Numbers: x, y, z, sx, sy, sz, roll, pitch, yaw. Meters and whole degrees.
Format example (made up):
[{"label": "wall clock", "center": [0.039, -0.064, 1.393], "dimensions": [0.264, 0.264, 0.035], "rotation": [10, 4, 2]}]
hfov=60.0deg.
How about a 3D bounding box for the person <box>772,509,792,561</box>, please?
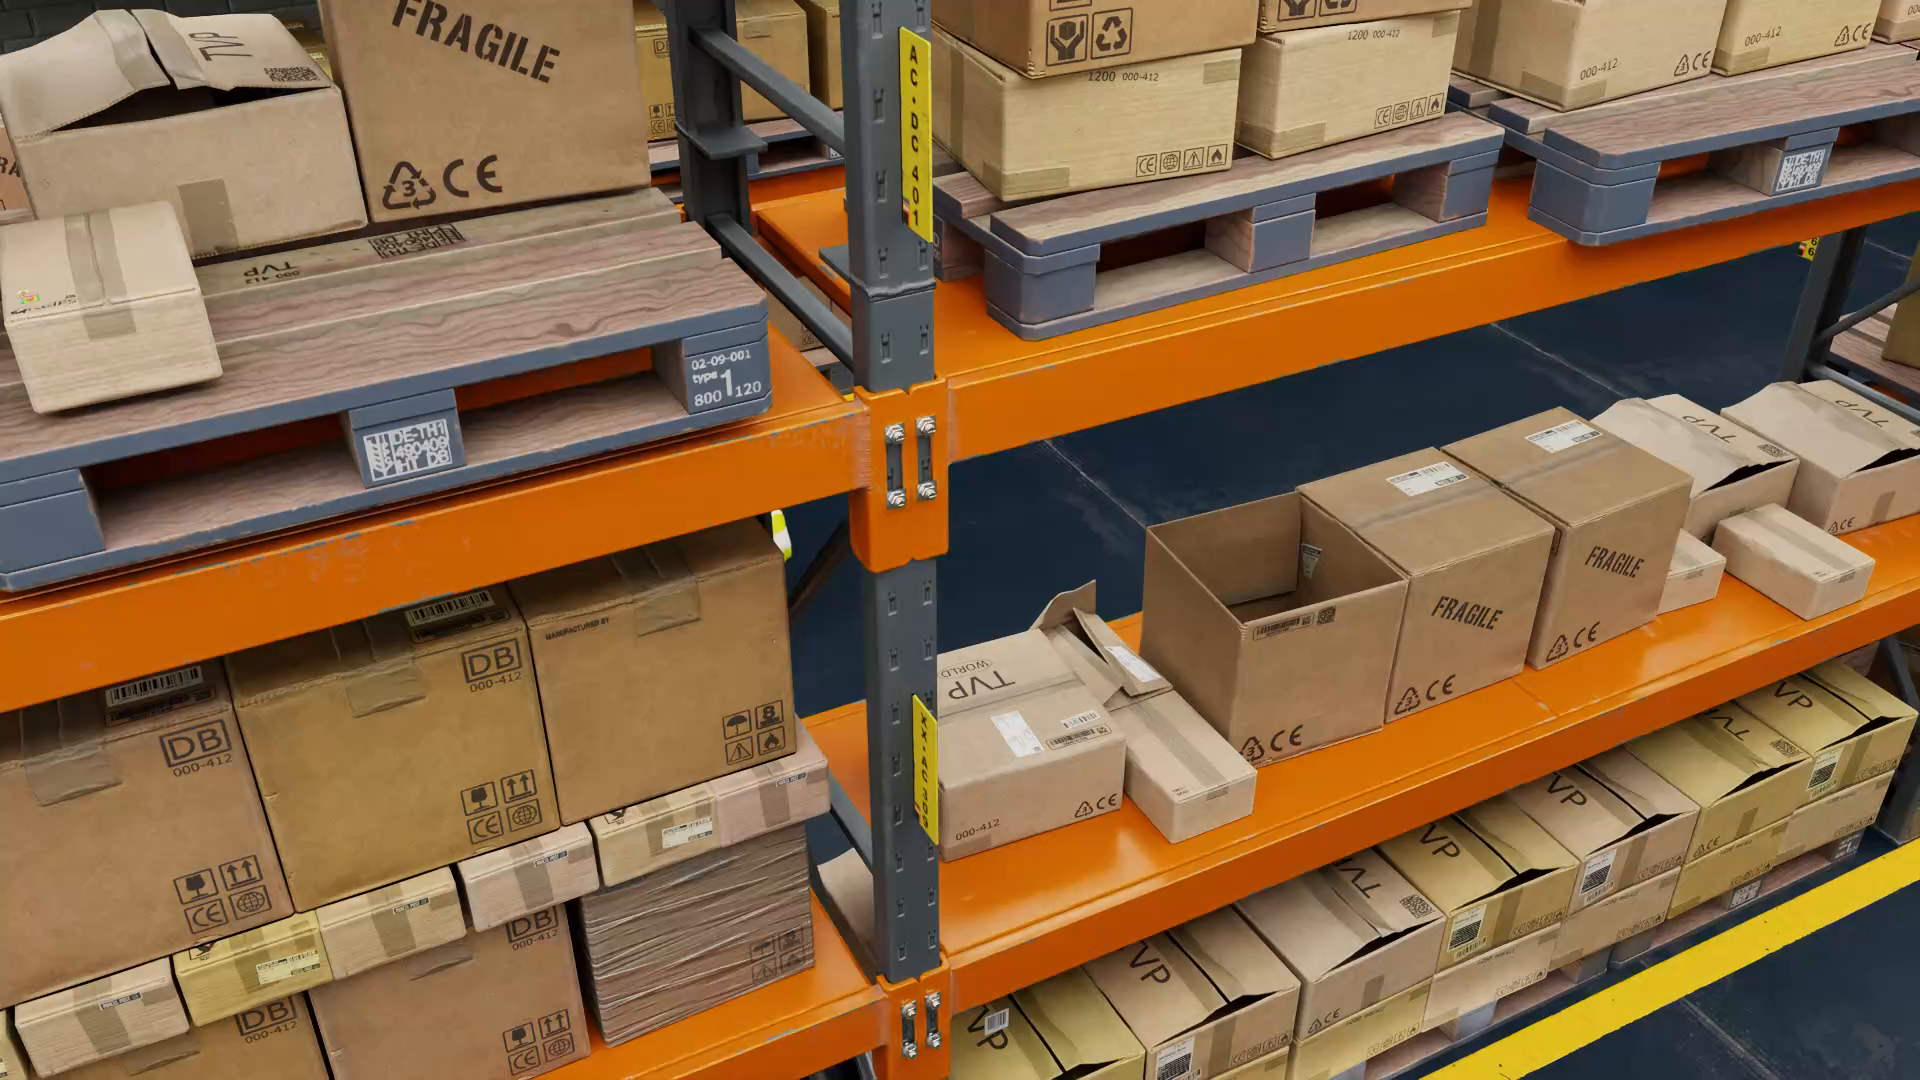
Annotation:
[{"label": "person", "center": [-1.091, -0.041, 7.146], "dimensions": [0.540, 0.901, 0.927], "rotation": [-15, 36, -22]}]
